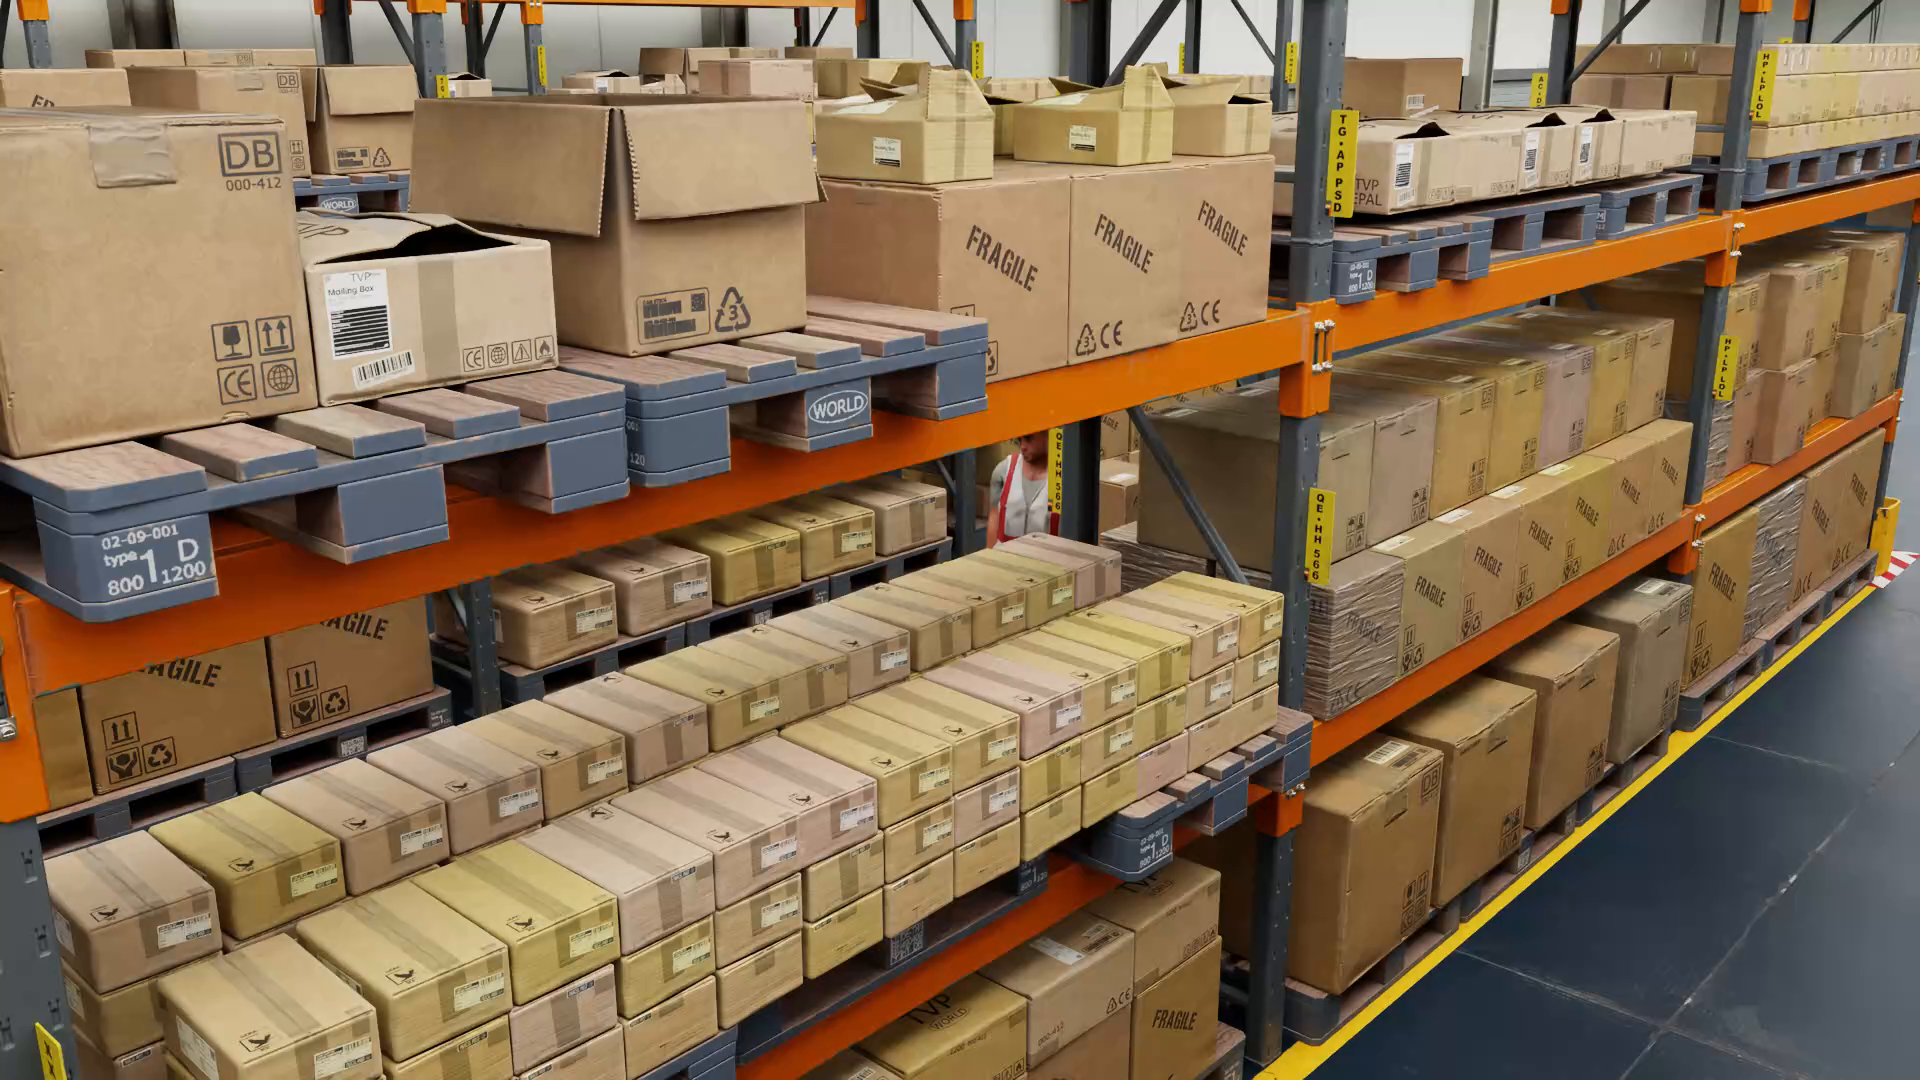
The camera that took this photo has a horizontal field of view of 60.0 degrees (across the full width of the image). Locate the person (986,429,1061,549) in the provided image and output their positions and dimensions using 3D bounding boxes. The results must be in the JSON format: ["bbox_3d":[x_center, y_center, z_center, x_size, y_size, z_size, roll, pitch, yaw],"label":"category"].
[{"bbox_3d":[0.393,0.170,8.832,0.539,1.794,0.413,4,17,15],"label":"person"}]
